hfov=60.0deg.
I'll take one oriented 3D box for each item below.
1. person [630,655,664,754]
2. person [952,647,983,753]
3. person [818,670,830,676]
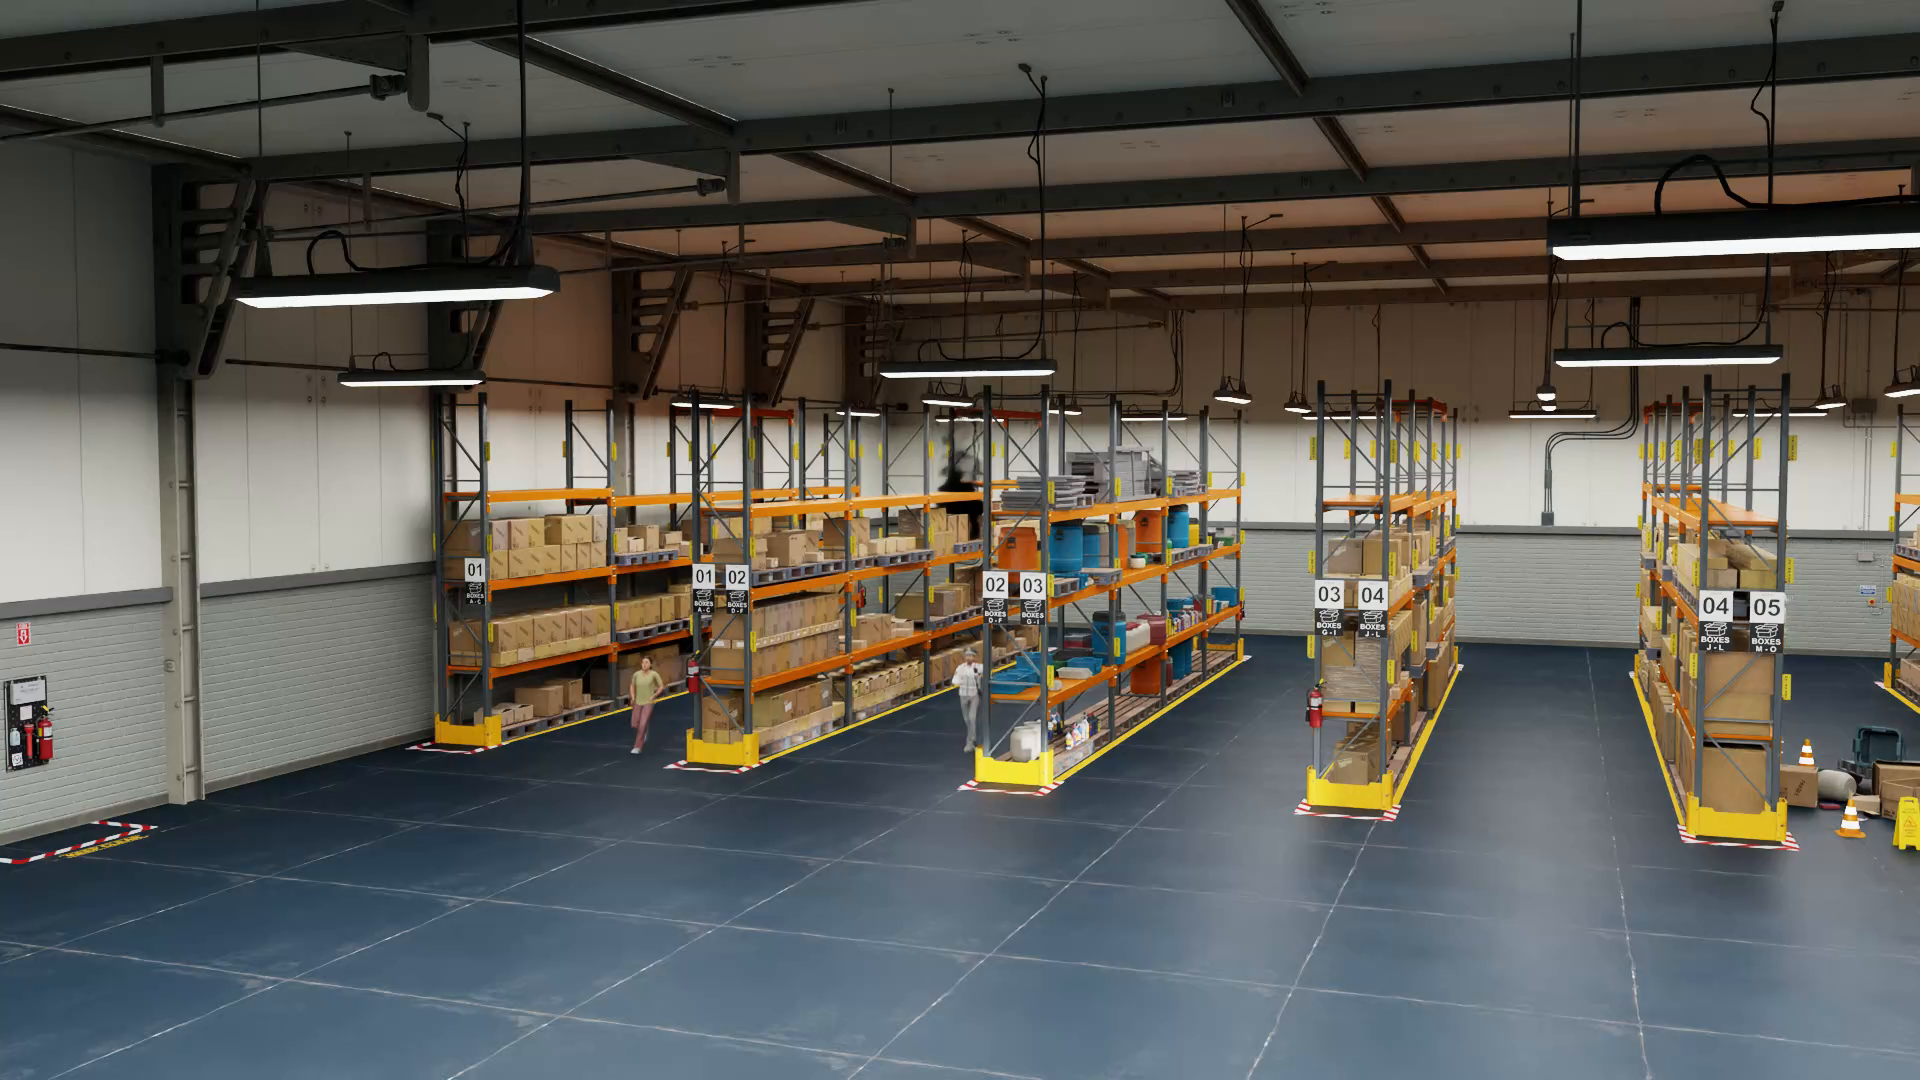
[{"bbox_3d":[-5.223,2.722,27.729,0.580,1.620,0.589,0,3,4],"label":"person"},{"bbox_3d":[0.174,2.649,27.941,0.598,1.715,0.884,1,3,19],"label":"person"},{"bbox_3d":[-2.763,2.342,33.877,0.647,1.719,0.943,1,3,13],"label":"person"}]
